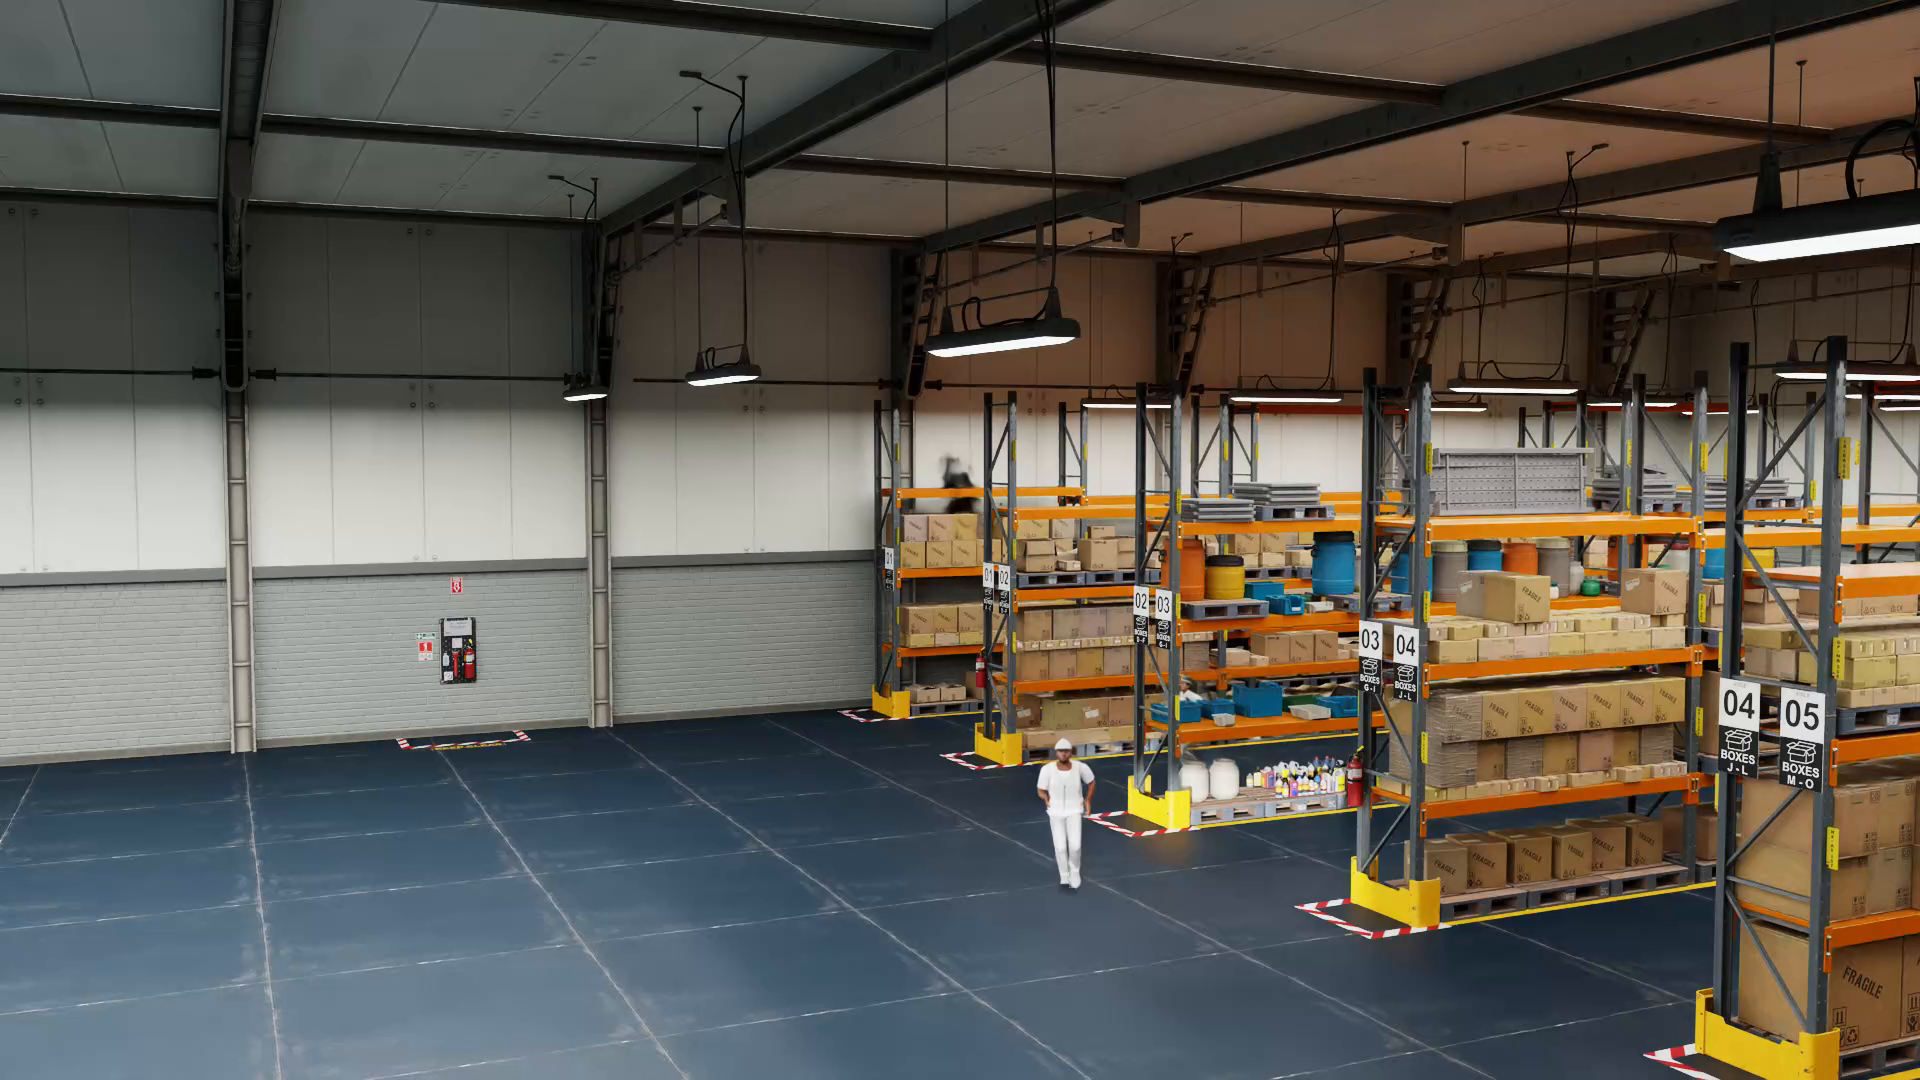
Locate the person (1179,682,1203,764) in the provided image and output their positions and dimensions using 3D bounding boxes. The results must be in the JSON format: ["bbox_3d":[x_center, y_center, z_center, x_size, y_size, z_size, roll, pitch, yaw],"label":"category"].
[{"bbox_3d":[3.431,2.875,25.262,0.472,1.602,0.659,-2,4,-33],"label":"person"}]

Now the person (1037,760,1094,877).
[{"bbox_3d":[1.216,3.259,19.258,0.656,1.396,0.587,0,3,7],"label":"person"}]
